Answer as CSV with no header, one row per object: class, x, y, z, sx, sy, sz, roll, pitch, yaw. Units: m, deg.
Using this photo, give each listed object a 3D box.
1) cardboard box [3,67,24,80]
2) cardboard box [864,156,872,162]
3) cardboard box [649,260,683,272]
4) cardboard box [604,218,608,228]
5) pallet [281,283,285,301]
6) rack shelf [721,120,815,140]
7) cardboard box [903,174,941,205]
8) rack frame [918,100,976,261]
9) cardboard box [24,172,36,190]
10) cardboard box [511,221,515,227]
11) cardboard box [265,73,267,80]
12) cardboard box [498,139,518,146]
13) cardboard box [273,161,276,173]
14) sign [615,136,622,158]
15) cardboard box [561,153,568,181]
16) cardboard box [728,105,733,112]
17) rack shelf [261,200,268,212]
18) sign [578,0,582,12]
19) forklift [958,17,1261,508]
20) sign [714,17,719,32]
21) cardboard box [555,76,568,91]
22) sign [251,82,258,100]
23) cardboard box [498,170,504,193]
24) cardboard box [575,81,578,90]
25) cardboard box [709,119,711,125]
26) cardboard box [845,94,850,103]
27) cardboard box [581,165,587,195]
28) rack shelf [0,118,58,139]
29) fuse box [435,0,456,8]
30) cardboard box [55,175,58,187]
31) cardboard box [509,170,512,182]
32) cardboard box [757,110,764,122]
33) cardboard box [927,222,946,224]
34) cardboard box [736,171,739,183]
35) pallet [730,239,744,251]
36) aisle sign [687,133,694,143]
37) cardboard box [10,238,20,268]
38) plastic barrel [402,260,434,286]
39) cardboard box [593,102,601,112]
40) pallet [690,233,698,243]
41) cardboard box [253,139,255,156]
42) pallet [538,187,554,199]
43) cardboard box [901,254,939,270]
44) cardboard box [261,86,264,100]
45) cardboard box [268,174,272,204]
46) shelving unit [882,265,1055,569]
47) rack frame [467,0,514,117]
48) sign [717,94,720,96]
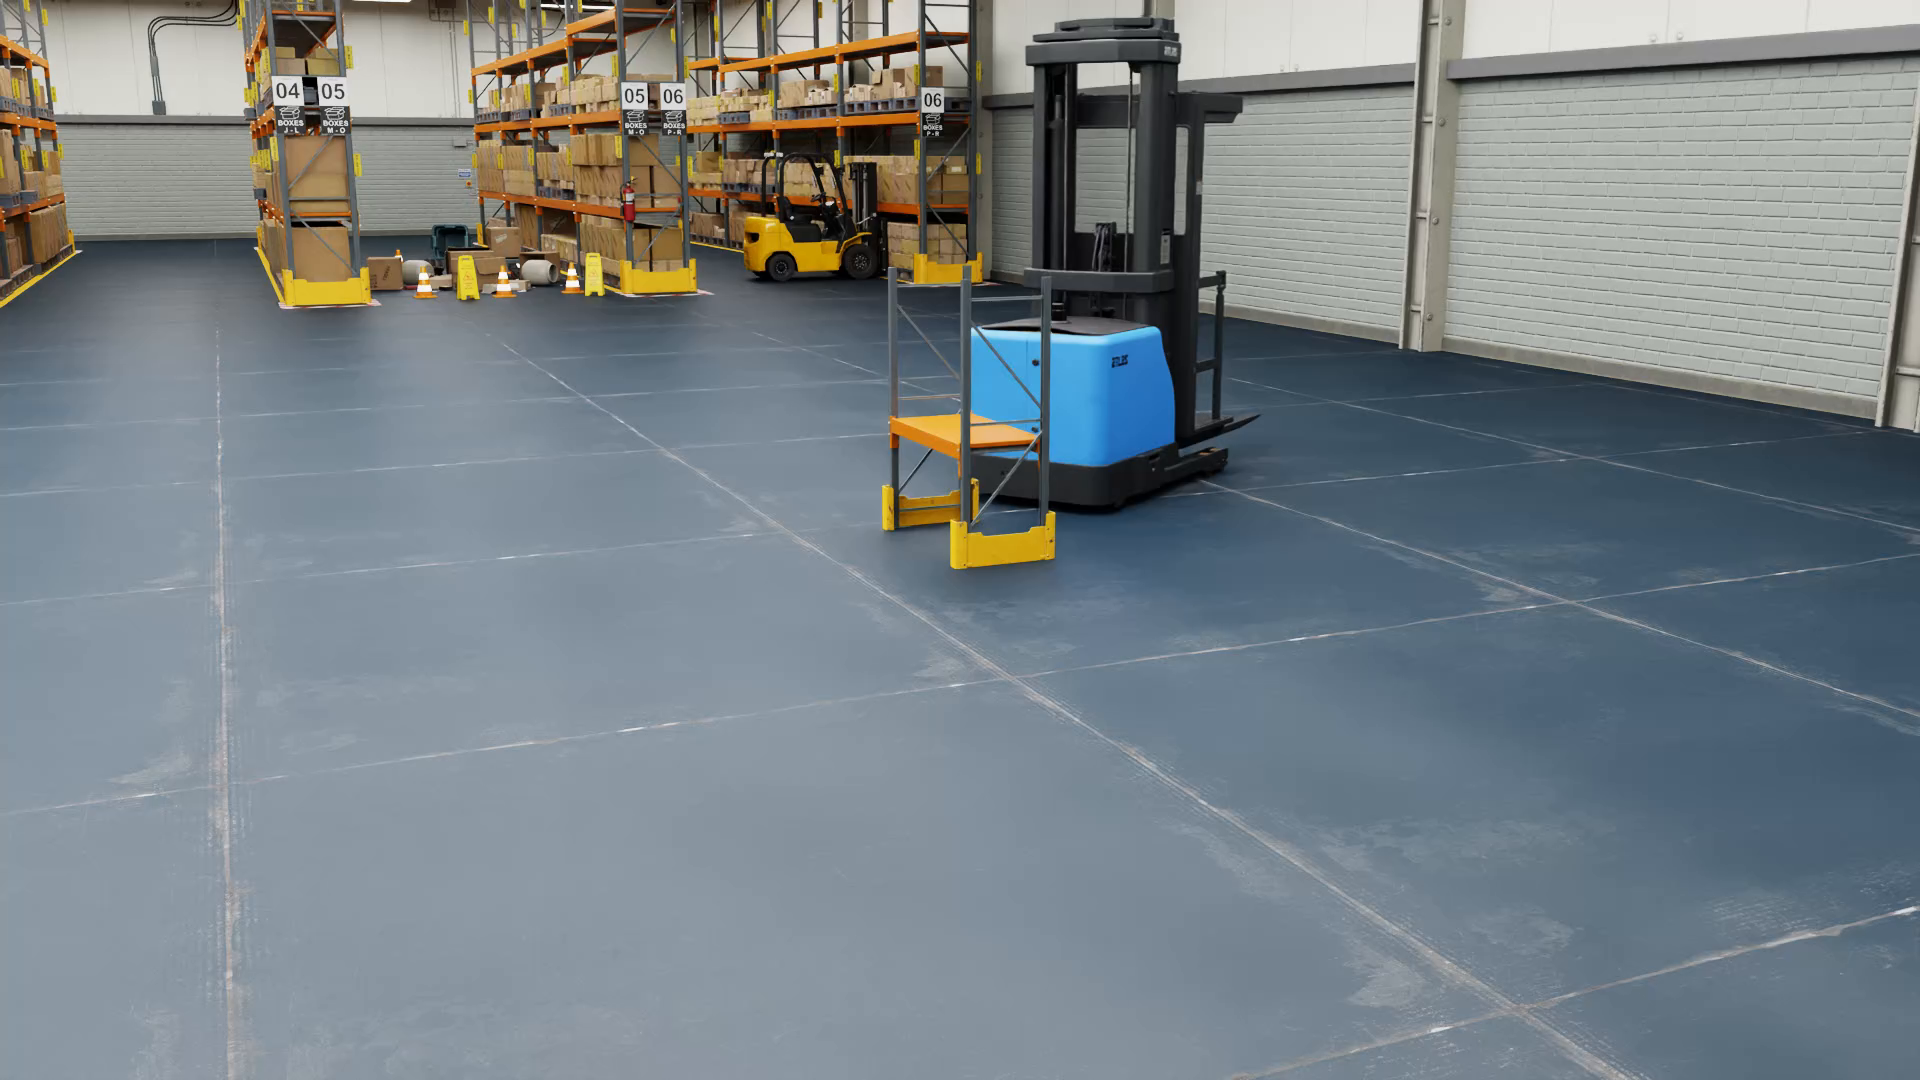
cardboard box,-19.011,-9.304,33.225,0.500,0.250,0.500,-7,15,-27
cardboard box,-1.517,-6.877,30.111,0.380,0.149,0.250,-6,14,-24
cardboard box,-4.822,-4.452,27.122,0.500,0.250,0.500,-6,14,-23
cardboard box,-5.619,-5.206,27.277,0.380,0.149,0.250,-5,14,-22
pallet,-9.640,-3.727,25.007,1.003,0.211,1.213,-6,14,-23
rack shelf,-4.212,-9.022,36.641,1.077,0.370,4.000,-6,14,-23
cardboard box,-0.644,-5.972,28.297,0.500,0.500,0.500,-6,14,-24
rack frame,-0.206,-5.845,27.972,1.000,3.000,0.127,-6,14,-23
cardboard box,-17.400,-6.539,30.749,0.500,0.500,0.500,-6,14,-24
cardboard box,-9.713,-6.971,37.587,0.875,0.438,0.875,-6,14,-24
cardboard box,-10.100,-6.997,24.819,0.500,0.250,0.500,-6,14,-23
cardboard box,-9.975,-8.762,36.697,0.380,0.149,0.250,-6,14,-24
cardboard box,-10.316,-6.047,26.117,0.875,0.550,0.550,-6,14,-23
sign,-5.269,-6.068,25.666,0.100,0.325,0.005,-6,14,-23
cardboard box,-6.950,-6.797,30.275,0.500,0.500,0.500,-6,14,-23
cardboard box,-4.972,-9.659,37.202,0.380,0.149,0.250,-5,14,-22
rack shelf,-13.253,-6.643,33.017,1.077,0.370,4.000,-6,14,-23
sign,-7.464,-10.516,32.602,0.100,0.325,0.005,-6,14,-23
forklift,1.182,-1.905,11.099,1.130,2.935,3.031,8,15,30
sign,-5.518,-11.695,37.698,0.100,0.325,0.005,-6,14,-23
cardboard box,-7.133,-8.376,30.547,0.500,0.250,0.500,-5,14,-22
sign,-12.950,-8.245,30.544,0.100,0.325,0.005,-6,14,-23
cardboard box,-9.979,-7.996,37.046,0.500,0.500,0.500,-5,14,-22
cardboard box,-6.397,-7.804,28.573,0.380,0.149,0.250,-5,14,-21
cardboard box,-5.717,-9.869,39.263,0.380,0.149,0.250,-6,14,-23
cardboard box,-1.907,-8.143,30.655,0.380,0.149,0.250,-5,14,-22
cardboard box,-6.212,-6.198,28.616,0.500,0.500,0.500,-6,14,-23
rack shelf,-19.441,-8.504,34.404,1.077,0.370,4.000,-6,14,-23
fuse box,-13.663,-14.317,44.178,0.513,0.334,0.176,-6,14,-23
cardboard box,-19.398,-7.592,35.193,0.500,0.250,0.500,-6,14,-25
cardboard box,-9.407,-7.824,35.746,0.500,0.250,0.500,-5,14,-22
cardboard box,-4.041,-9.074,35.603,0.500,0.250,0.500,-6,14,-23
cardboard box,-0.429,-5.416,29.069,0.500,0.250,0.500,-6,14,-23
cardboard box,-4.808,-8.142,37.261,0.396,0.266,0.258,-5,14,-20
pallet,-4.653,-6.801,38.287,1.003,0.211,1.213,-6,14,-23
aisle sign,-6.912,-10.405,41.907,0.394,0.787,0.004,-6,14,-23
cardboard box,-16.517,-4.900,28.457,0.700,0.500,0.500,-7,15,-28
plastic barrel,-8.990,-4.403,27.456,0.512,0.421,0.421,4,14,16
cardboard box,-5.808,-7.097,27.284,0.380,0.149,0.250,-6,14,-24
pallet,-6.265,-7.612,41.790,1.003,0.211,1.213,-6,14,-23
cardboard box,-15.117,-8.479,36.255,0.500,0.500,0.500,-6,14,-25
pallet,-7.574,-6.818,32.600,1.213,0.211,1.003,-6,14,-23
cardboard box,-0.684,-4.778,28.530,0.500,0.250,0.500,-6,14,-23
cardboard box,-11.957,-7.873,29.126,0.500,0.311,0.500,-6,14,-24
cardboard box,-11.506,-5.991,28.381,0.500,0.500,0.500,-6,14,-24
shelving unit,0.031,-0.715,9.133,0.587,1.500,1.083,-6,14,-23
rack frame,-11.162,-11.624,39.637,1.000,3.000,0.127,-6,14,-23
sign,-6.099,-11.089,42.015,0.100,0.325,0.005,-6,14,-23
